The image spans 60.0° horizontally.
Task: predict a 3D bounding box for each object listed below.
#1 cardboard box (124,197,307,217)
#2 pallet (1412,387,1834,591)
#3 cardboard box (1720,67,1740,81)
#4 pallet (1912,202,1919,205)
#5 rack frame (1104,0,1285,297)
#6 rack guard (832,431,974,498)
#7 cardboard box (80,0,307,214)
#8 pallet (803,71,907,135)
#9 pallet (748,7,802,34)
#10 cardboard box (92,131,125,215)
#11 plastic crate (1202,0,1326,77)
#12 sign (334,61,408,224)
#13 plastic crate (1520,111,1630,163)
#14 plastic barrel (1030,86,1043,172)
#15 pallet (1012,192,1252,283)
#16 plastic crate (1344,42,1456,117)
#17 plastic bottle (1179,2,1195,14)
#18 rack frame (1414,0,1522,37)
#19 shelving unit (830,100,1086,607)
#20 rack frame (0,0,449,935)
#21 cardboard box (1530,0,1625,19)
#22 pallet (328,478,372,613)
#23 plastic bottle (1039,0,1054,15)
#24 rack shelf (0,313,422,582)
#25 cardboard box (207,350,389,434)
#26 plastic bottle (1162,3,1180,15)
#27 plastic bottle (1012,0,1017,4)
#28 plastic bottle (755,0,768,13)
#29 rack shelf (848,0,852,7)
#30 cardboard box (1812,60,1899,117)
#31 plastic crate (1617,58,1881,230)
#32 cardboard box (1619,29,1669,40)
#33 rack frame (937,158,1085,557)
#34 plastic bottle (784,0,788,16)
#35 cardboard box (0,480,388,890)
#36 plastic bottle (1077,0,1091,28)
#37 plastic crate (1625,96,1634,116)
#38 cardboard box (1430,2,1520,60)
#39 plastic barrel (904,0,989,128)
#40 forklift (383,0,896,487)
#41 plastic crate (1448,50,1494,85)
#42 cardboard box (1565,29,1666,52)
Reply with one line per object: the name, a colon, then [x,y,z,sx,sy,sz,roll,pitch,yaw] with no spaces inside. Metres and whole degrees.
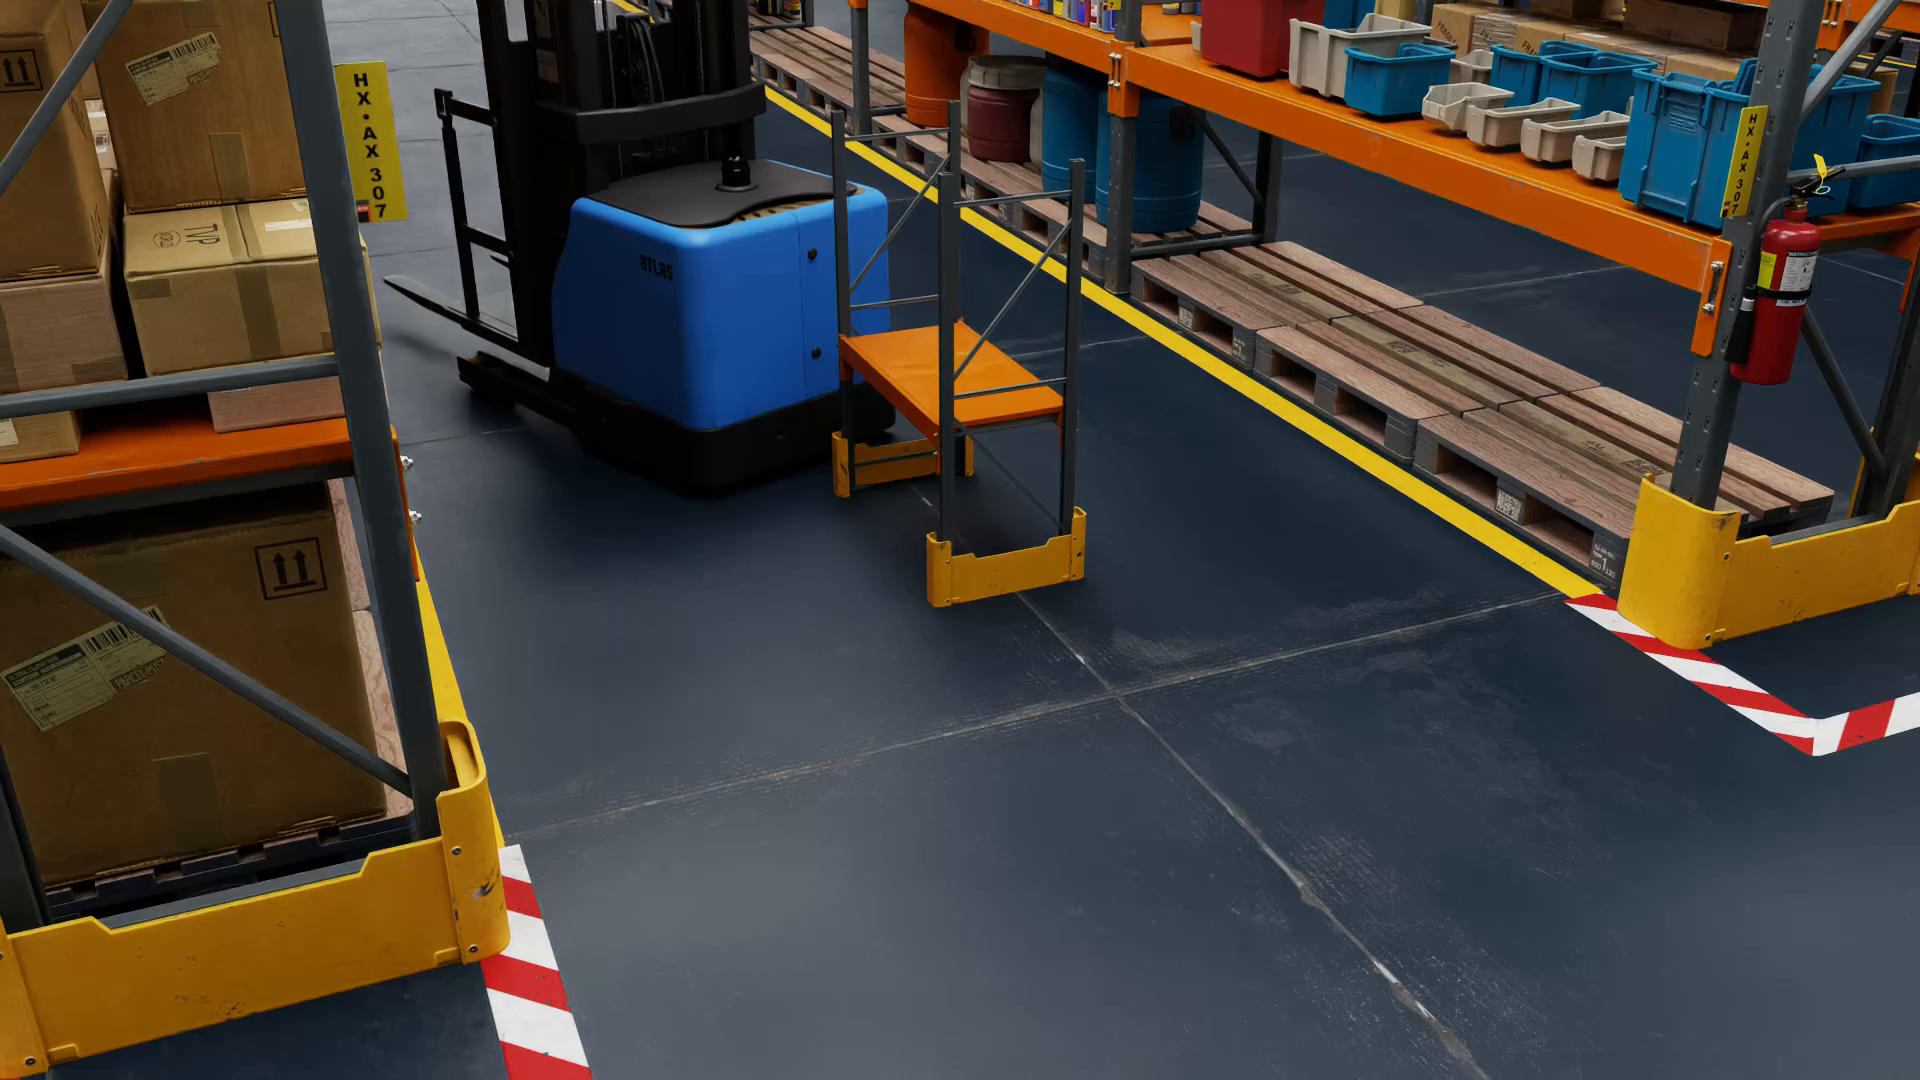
cardboard box: [-1.875,-0.815,4.332,0.500,0.250,0.500,-11,28,-21]
pallet: [2.544,-0.237,6.495,1.003,0.211,1.213,-11,28,-21]
cardboard box: [5.368,-2.840,10.995,0.500,0.500,0.500,-11,28,-21]
pallet: [6.093,-2.085,10.279,1.003,0.211,1.213,-11,28,-21]
rack frame: [1.265,-2.766,8.495,1.000,3.000,0.127,-11,28,-21]
rack guard: [-0.225,-0.344,6.670,0.587,0.250,0.087,-11,28,-21]
cardboard box: [-1.861,-1.145,4.153,0.500,0.500,0.500,-11,28,-22]
pallet: [-0.569,-3.447,13.069,1.003,0.211,1.213,-11,28,-21]
pallet: [-2.092,-5.020,16.292,1.003,0.211,1.213,-11,28,-21]
cardboard box: [-2.557,-0.926,4.560,0.500,0.250,0.500,-12,28,-22]
plastic crate: [1.384,-2.418,7.642,0.402,0.464,0.583,-11,28,-21]
sign: [-1.213,-0.817,3.428,0.100,0.325,0.005,-11,28,-21]
plastic crate: [2.246,-1.477,6.088,0.396,0.136,0.243,-11,28,-21]
plastic barrel: [0.652,-2.588,10.489,0.421,0.512,0.421,0,26,0]
pallet: [1.001,-1.831,9.760,1.003,0.211,1.213,-11,28,-21]
plastic crate: [1.792,-1.887,6.819,0.416,0.233,0.300,-11,28,-21]
plastic bottle: [1.291,-3.110,9.342,0.152,0.276,0.135,-11,28,-21]
rack frame: [4.258,-5.230,13.543,1.000,3.000,0.127,-11,28,-21]
shelving unit: [-0.030,-0.705,5.984,0.587,1.500,1.083,-11,28,-21]
rack frame: [-1.726,-0.300,3.445,1.000,3.000,0.127,-11,28,-21]
cardboard box: [4.866,-4.282,13.094,0.500,0.250,0.500,-9,28,-19]
pallet: [-2.585,0.152,5.698,1.003,0.211,1.213,-11,28,-21]
plastic bottle: [0.532,-3.133,9.304,0.144,0.351,0.185,-11,28,-21]
rack shelf: [-2.509,-0.784,5.257,1.077,0.370,4.000,-11,28,-21]
cardboard box: [-1.561,-0.387,3.910,0.380,0.149,0.250,-10,28,-20]
plastic bottle: [1.184,-3.047,9.299,0.097,0.201,0.097,0,26,0]
plastic bottle: [0.350,-3.227,9.668,0.097,0.201,0.097,0,26,0]
plastic bottle: [-1.935,-5.375,16.357,0.144,0.351,0.185,-11,28,-21]
rack shelf: [-1.084,-4.864,13.614,1.077,0.370,4.000,-11,28,-21]
cardboard box: [5.859,-2.927,11.173,0.500,0.500,0.500,-12,28,-23]
plastic crate: [2.529,-1.297,5.378,0.616,0.435,0.499,-11,28,-21]
cardboard box: [5.254,-3.547,12.444,0.500,0.500,0.500,-12,28,-23]
rack frame: [0.166,-0.503,5.571,0.500,1.500,0.032,-11,28,-21]
plastic bottle: [-1.669,-5.221,16.213,0.097,0.201,0.097,0,26,0]
cardboard box: [-2.050,0.222,4.320,0.875,0.875,0.875,-11,28,-21]
plastic bottle: [0.681,-2.902,8.908,0.061,0.283,0.133,-11,28,-21]
plastic crate: [2.723,-1.633,6.408,0.250,0.136,0.298,-11,28,-21]
cardboard box: [4.173,-4.071,13.518,0.500,0.500,0.500,-9,28,-18]
plastic barrel: [-0.094,-3.399,11.788,0.600,0.830,0.708,-11,28,-21]
forklift: [-1.658,-2.077,7.163,1.130,2.935,3.031,-23,34,-38]
plastic crate: [2.224,-2.023,7.206,0.293,0.136,0.466,-11,28,-21]
cardboard box: [4.784,-3.448,12.241,0.500,0.500,0.500,-12,28,-22]
